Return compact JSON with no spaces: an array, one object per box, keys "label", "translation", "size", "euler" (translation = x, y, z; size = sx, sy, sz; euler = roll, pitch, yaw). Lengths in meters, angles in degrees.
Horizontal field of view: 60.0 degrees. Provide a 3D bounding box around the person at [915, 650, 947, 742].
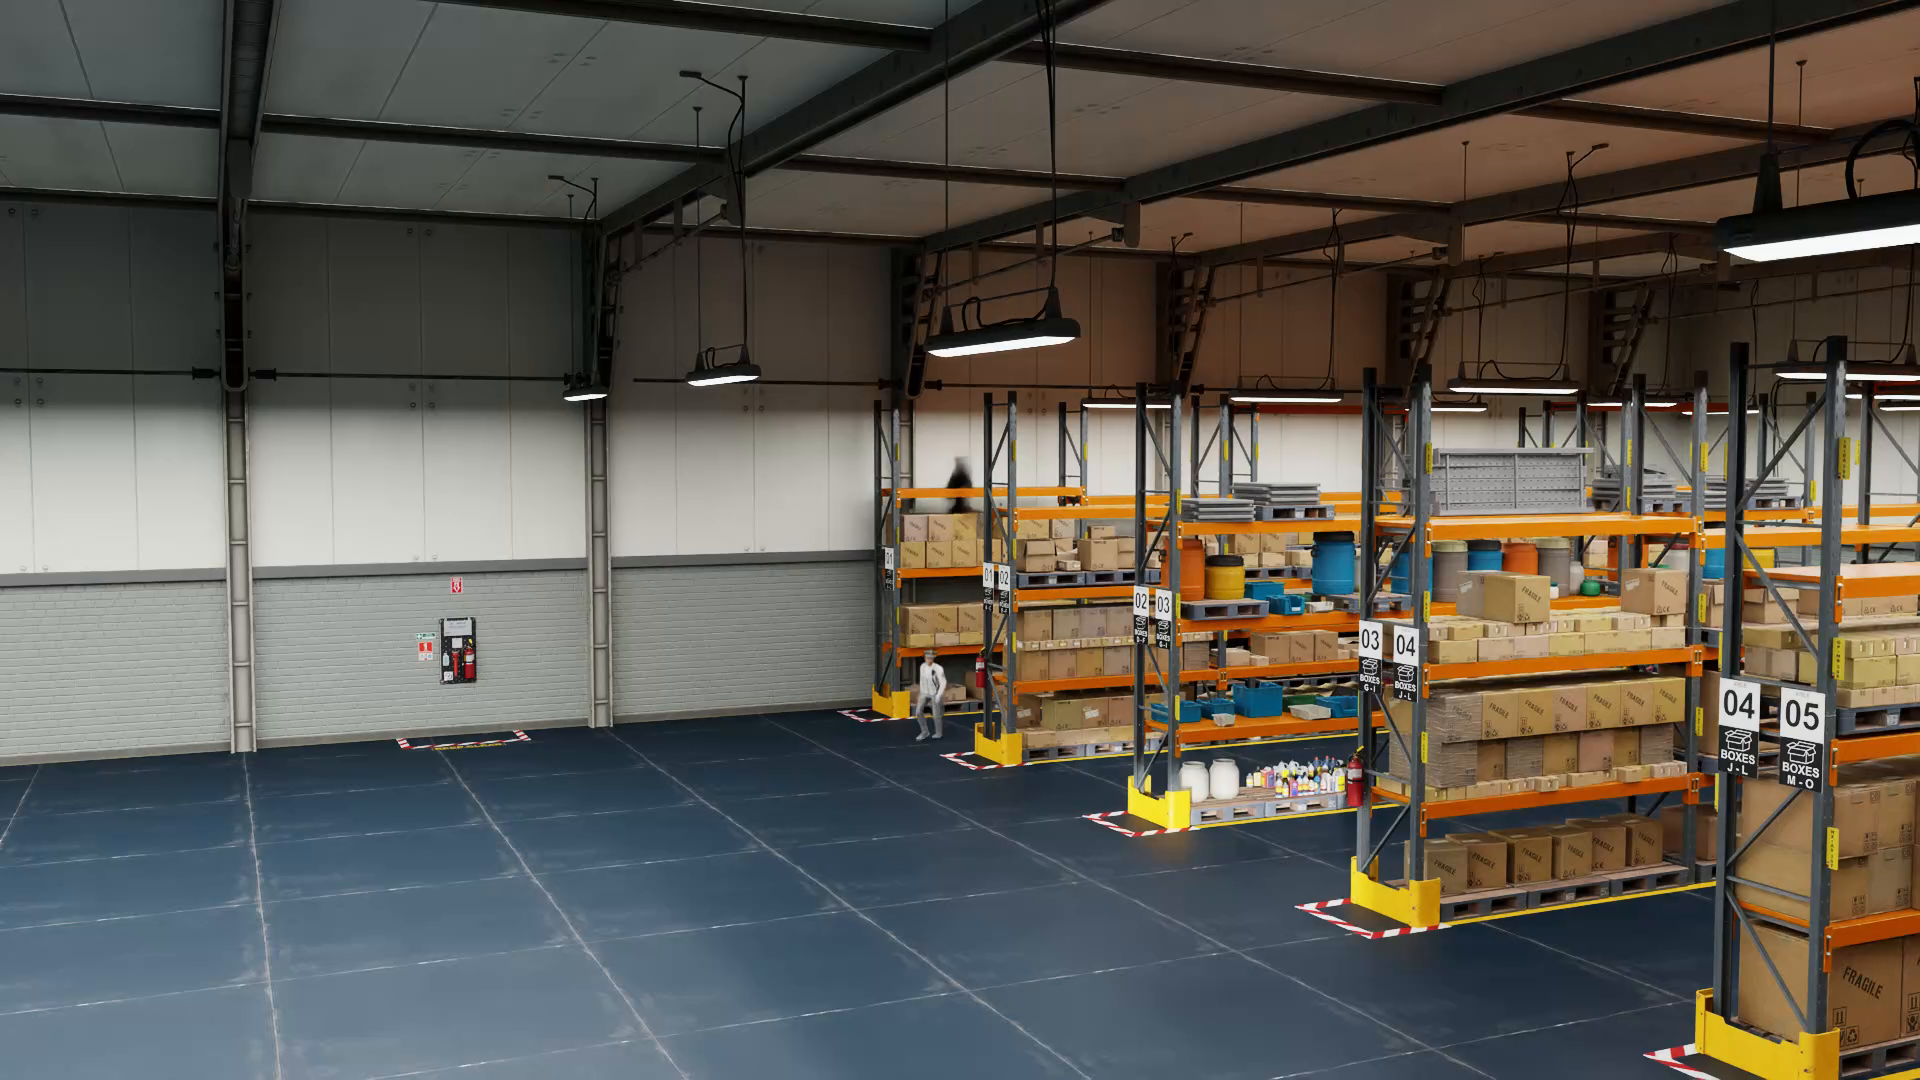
[{"label":"person","translation":[-0.464,2.692,28.842],"size":[0.592,1.621,0.710],"euler":[1,4,23]}]
